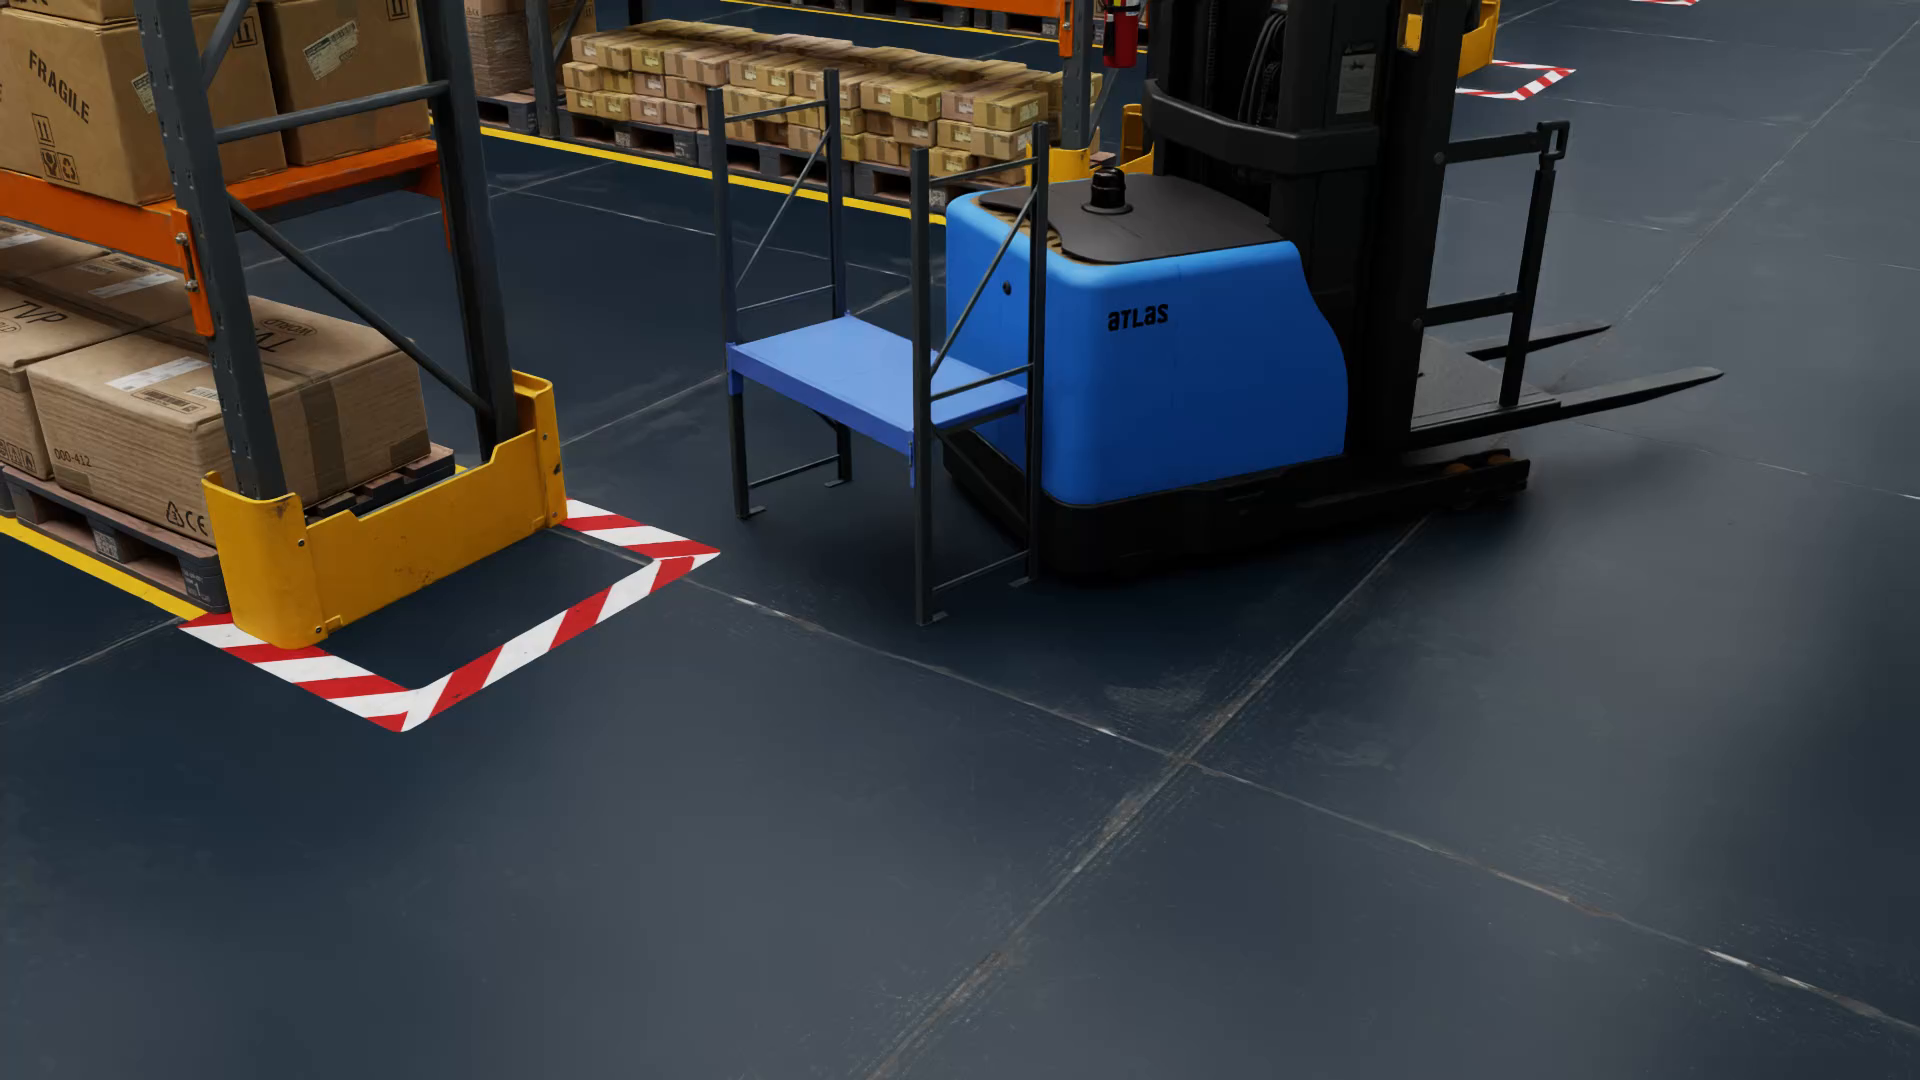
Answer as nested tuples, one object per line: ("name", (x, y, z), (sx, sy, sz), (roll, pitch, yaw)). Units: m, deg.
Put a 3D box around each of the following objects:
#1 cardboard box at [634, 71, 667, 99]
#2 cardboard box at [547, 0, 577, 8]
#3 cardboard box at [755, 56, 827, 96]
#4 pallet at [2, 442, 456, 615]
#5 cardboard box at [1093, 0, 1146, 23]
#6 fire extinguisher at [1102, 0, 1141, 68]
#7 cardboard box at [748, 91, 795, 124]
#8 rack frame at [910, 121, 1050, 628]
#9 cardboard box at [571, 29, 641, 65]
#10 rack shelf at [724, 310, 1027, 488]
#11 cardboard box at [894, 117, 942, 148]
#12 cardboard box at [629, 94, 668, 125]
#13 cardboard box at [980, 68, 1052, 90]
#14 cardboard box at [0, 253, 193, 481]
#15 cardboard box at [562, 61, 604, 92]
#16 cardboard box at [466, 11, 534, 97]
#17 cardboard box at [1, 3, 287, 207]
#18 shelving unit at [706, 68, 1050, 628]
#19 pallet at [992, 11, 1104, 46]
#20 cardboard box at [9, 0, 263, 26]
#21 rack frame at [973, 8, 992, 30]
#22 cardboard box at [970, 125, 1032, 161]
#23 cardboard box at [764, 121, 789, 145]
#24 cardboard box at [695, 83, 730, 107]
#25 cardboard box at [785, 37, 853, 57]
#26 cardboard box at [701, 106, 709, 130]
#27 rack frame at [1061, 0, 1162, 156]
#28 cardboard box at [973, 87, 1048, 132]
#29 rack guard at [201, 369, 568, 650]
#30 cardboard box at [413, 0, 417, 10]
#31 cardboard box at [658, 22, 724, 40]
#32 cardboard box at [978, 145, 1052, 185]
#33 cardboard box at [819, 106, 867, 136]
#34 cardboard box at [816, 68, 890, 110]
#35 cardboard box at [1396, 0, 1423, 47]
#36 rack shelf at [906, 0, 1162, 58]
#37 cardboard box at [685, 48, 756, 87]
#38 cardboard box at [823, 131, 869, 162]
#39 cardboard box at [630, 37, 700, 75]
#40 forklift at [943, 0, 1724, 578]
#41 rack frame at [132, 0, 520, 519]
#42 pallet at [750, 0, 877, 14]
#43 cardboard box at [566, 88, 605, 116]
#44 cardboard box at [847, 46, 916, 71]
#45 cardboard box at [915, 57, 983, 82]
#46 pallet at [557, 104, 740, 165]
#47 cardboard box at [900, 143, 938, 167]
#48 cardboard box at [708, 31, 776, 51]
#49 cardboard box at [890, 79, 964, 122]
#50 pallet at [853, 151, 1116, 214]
("cardboard box", (-1.841, -2.917, 10.526), (0.250, 0.149, 0.380), (17, 32, 30))
("cardboard box", (-2.899, -3.857, 11.487), (0.500, 0.250, 0.500), (16, 31, 28))
("cardboard box", (-0.999, -2.766, 9.902), (0.250, 0.149, 0.380), (17, 32, 31))
("pallet", (-2.565, -0.190, 5.891), (1.213, 0.211, 1.003), (17, 32, 30))
("cardboard box", (1.693, -4.799, 13.752), (0.875, 0.875, 0.875), (17, 32, 30))
("fire extinguisher", (0.804, -2.696, 8.236), (0.183, 0.674, 0.296), (17, 32, 30))
("cardboard box", (-1.045, -2.606, 9.915), (0.250, 0.149, 0.380), (18, 32, 31))
("rack frame", (0.062, -0.471, 5.022), (0.500, 1.500, 0.032), (-21, 34, -35))
("cardboard box", (-2.272, -3.177, 10.709), (0.250, 0.149, 0.380), (19, 32, 32))
("rack shelf", (-0.269, -0.486, 5.448), (0.538, 0.185, 1.000), (-21, 34, -35))
("cardboard box", (-0.168, -2.344, 9.402), (0.250, 0.149, 0.380), (16, 31, 28))
("cardboard box", (-1.867, -2.751, 10.529), (0.250, 0.149, 0.380), (17, 32, 30))
("cardboard box", (0.323, -2.603, 9.582), (0.250, 0.149, 0.380), (18, 32, 31))
("cardboard box", (-3.221, -0.666, 6.114), (0.875, 0.438, 0.875), (18, 32, 32))
("cardboard box", (-2.321, -2.997, 10.685), (0.250, 0.149, 0.380), (19, 33, 33))
("cardboard box", (-3.192, -3.330, 11.279), (0.500, 0.500, 0.500), (17, 31, 29))
("cardboard box", (-2.409, -1.327, 4.939), (0.500, 0.500, 0.500), (18, 32, 31))
("shelving unit", (-0.269, -0.646, 5.366), (0.538, 1.500, 1.048), (-21, 34, -35))
("pallet", (1.035, -4.522, 14.403), (1.213, 0.211, 1.003), (17, 32, 30))
("cardboard box", (-2.393, -1.782, 4.732), (0.500, 0.500, 0.500), (18, 32, 32))
("rack frame", (0.452, -5.989, 14.211), (0.127, 3.000, 1.000), (17, 32, 30))
("cardboard box", (0.262, -2.212, 9.141), (0.250, 0.149, 0.380), (16, 31, 29))
("cardboard box", (-0.969, -2.507, 10.049), (0.250, 0.149, 0.380), (18, 32, 32))
("cardboard box", (-1.406, -2.767, 10.232), (0.250, 0.149, 0.380), (19, 33, 33))
("cardboard box", (-0.882, -3.041, 10.443), (0.250, 0.149, 0.380), (16, 31, 29))
("cardboard box", (-1.388, -2.649, 10.327), (0.250, 0.149, 0.380), (16, 31, 28))
("rack frame", (0.858, -3.134, 8.600), (0.127, 3.000, 1.000), (17, 32, 30))
("cardboard box", (0.278, -2.357, 9.098), (0.250, 0.149, 0.380), (18, 32, 31))
("rack guard", (-1.841, -0.137, 5.468), (0.348, 0.500, 1.175), (17, 32, 30))
("cardboard box", (-3.612, -3.802, 11.380), (0.500, 0.250, 0.500), (19, 33, 33))
("cardboard box", (-1.765, -3.298, 10.947), (0.250, 0.149, 0.380), (18, 32, 31))
("cardboard box", (0.306, -2.107, 9.264), (0.250, 0.149, 0.380), (18, 32, 31))
("cardboard box", (-0.602, -2.473, 9.654), (0.250, 0.149, 0.380), (18, 32, 31))
("cardboard box", (-0.612, -2.600, 9.576), (0.250, 0.149, 0.380), (19, 32, 32))
("cardboard box", (3.177, -4.337, 12.844), (0.875, 0.875, 0.875), (17, 32, 30))
("rack shelf", (-0.790, -3.327, 9.773), (4.000, 0.370, 1.077), (17, 32, 30))
("cardboard box", (-1.451, -2.883, 10.132), (0.250, 0.149, 0.380), (18, 32, 31))
("cardboard box", (-0.589, -2.336, 9.714), (0.250, 0.149, 0.380), (16, 31, 28))
("cardboard box", (-1.842, -3.037, 10.435), (0.250, 0.149, 0.380), (17, 31, 30))
("forklift", (1.498, -1.617, 5.696), (3.031, 2.935, 1.130), (-12, 29, -22))
("rack frame", (-1.861, -1.257, 4.913), (0.127, 3.000, 1.000), (17, 32, 30))
("pallet", (-1.236, -5.229, 15.793), (1.213, 0.211, 1.003), (17, 32, 30))
("cardboard box", (-2.321, -2.864, 10.750), (0.250, 0.149, 0.380), (16, 31, 28))
("cardboard box", (-0.477, -2.908, 10.180), (0.250, 0.149, 0.380), (18, 32, 31))
("cardboard box", (-0.063, -2.748, 9.867), (0.250, 0.149, 0.380), (16, 31, 28))
("pallet", (-1.865, -2.759, 10.938), (1.213, 0.211, 1.003), (17, 32, 30))
("cardboard box", (-0.132, -2.236, 9.516), (0.250, 0.149, 0.380), (17, 32, 30))
("cardboard box", (-1.386, -3.141, 10.638), (0.250, 0.149, 0.380), (18, 32, 32))
("cardboard box", (-0.182, -2.462, 9.304), (0.250, 0.149, 0.380), (17, 31, 29))
("pallet", (0.146, -2.132, 9.707), (1.213, 0.211, 1.003), (17, 32, 30))
